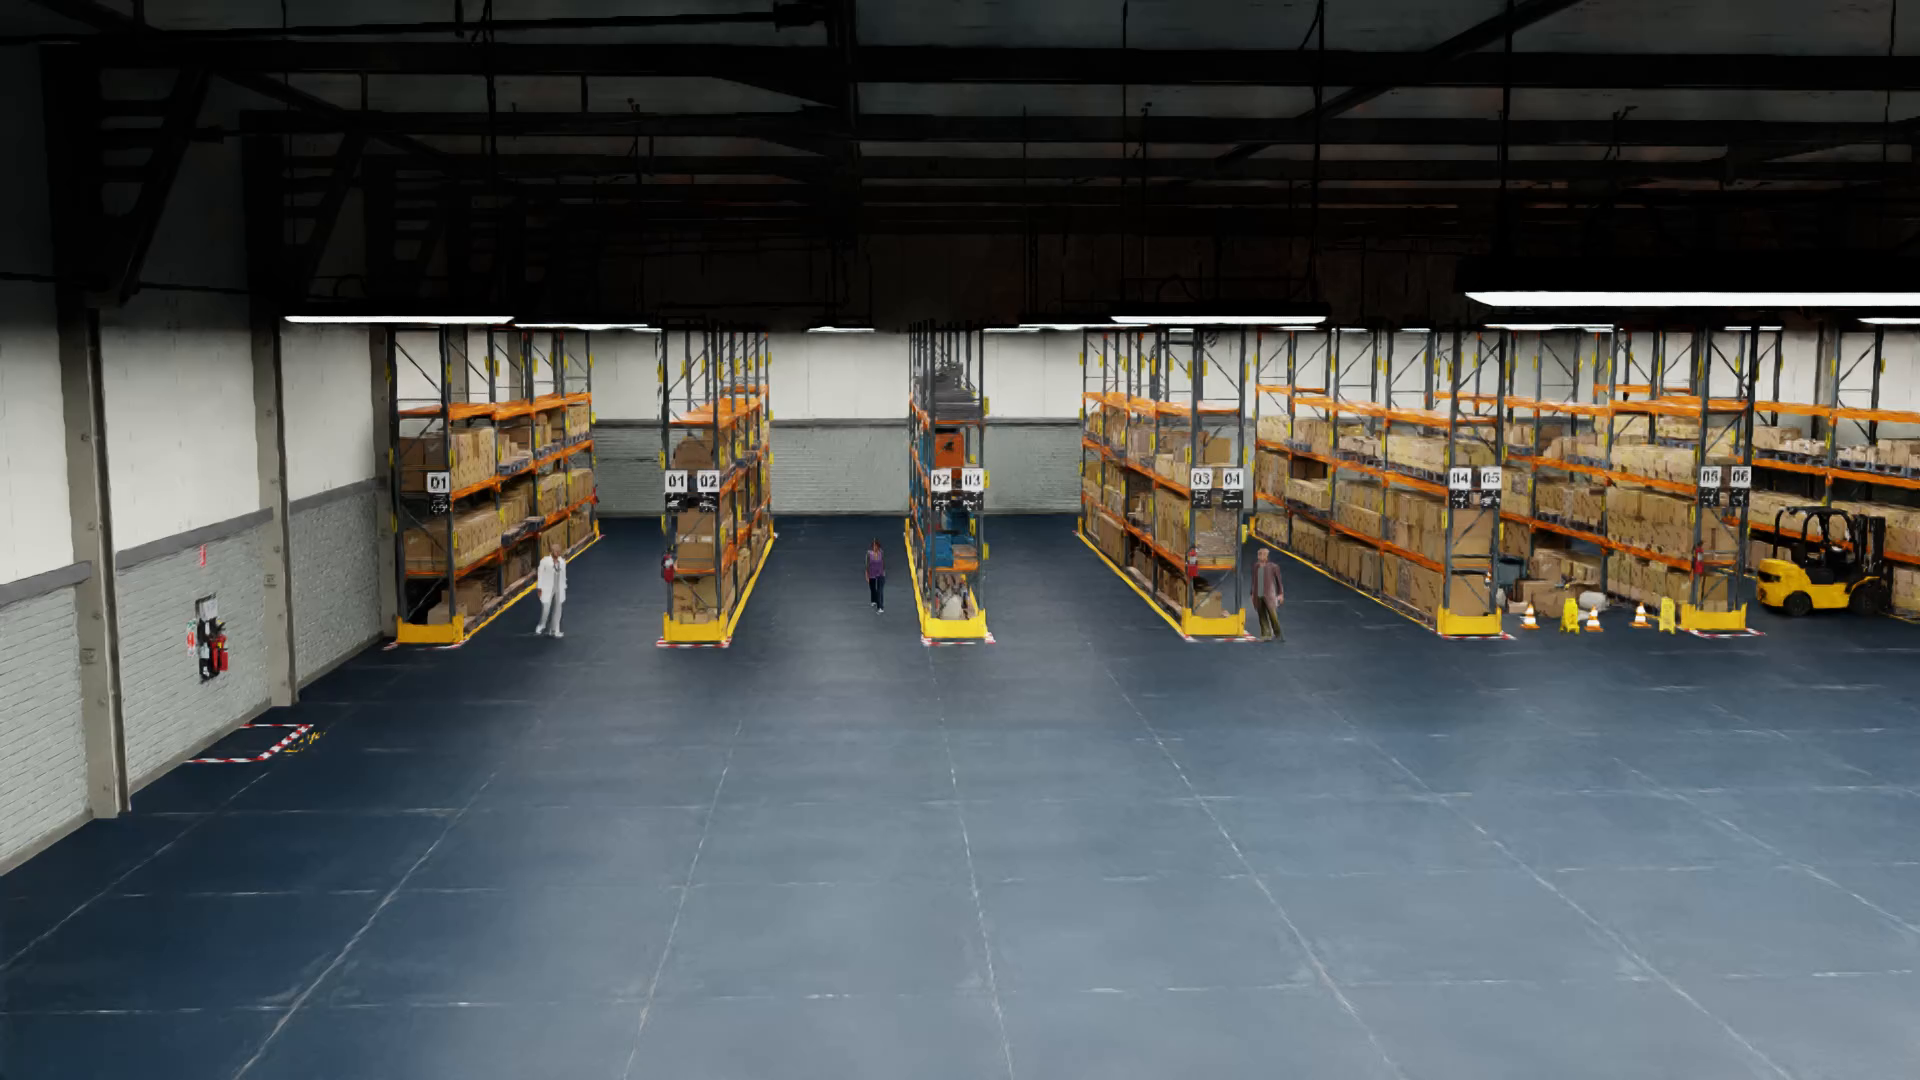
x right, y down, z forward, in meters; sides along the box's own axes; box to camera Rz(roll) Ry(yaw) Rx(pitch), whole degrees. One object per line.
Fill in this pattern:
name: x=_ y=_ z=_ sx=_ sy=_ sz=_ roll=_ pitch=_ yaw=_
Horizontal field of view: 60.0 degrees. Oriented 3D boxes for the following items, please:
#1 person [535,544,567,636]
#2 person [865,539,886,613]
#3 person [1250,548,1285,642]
person: x=-7.800 y=0.941 z=31.688 sx=0.617 sy=1.768 sz=0.597 roll=-6 pitch=9 yaw=-38
person: x=-1.749 y=0.719 z=34.360 sx=0.417 sy=1.515 sz=1.038 roll=0 pitch=7 yaw=0
person: x=5.764 y=1.115 z=31.025 sx=0.695 sy=1.582 sz=0.470 roll=6 pitch=9 yaw=39
